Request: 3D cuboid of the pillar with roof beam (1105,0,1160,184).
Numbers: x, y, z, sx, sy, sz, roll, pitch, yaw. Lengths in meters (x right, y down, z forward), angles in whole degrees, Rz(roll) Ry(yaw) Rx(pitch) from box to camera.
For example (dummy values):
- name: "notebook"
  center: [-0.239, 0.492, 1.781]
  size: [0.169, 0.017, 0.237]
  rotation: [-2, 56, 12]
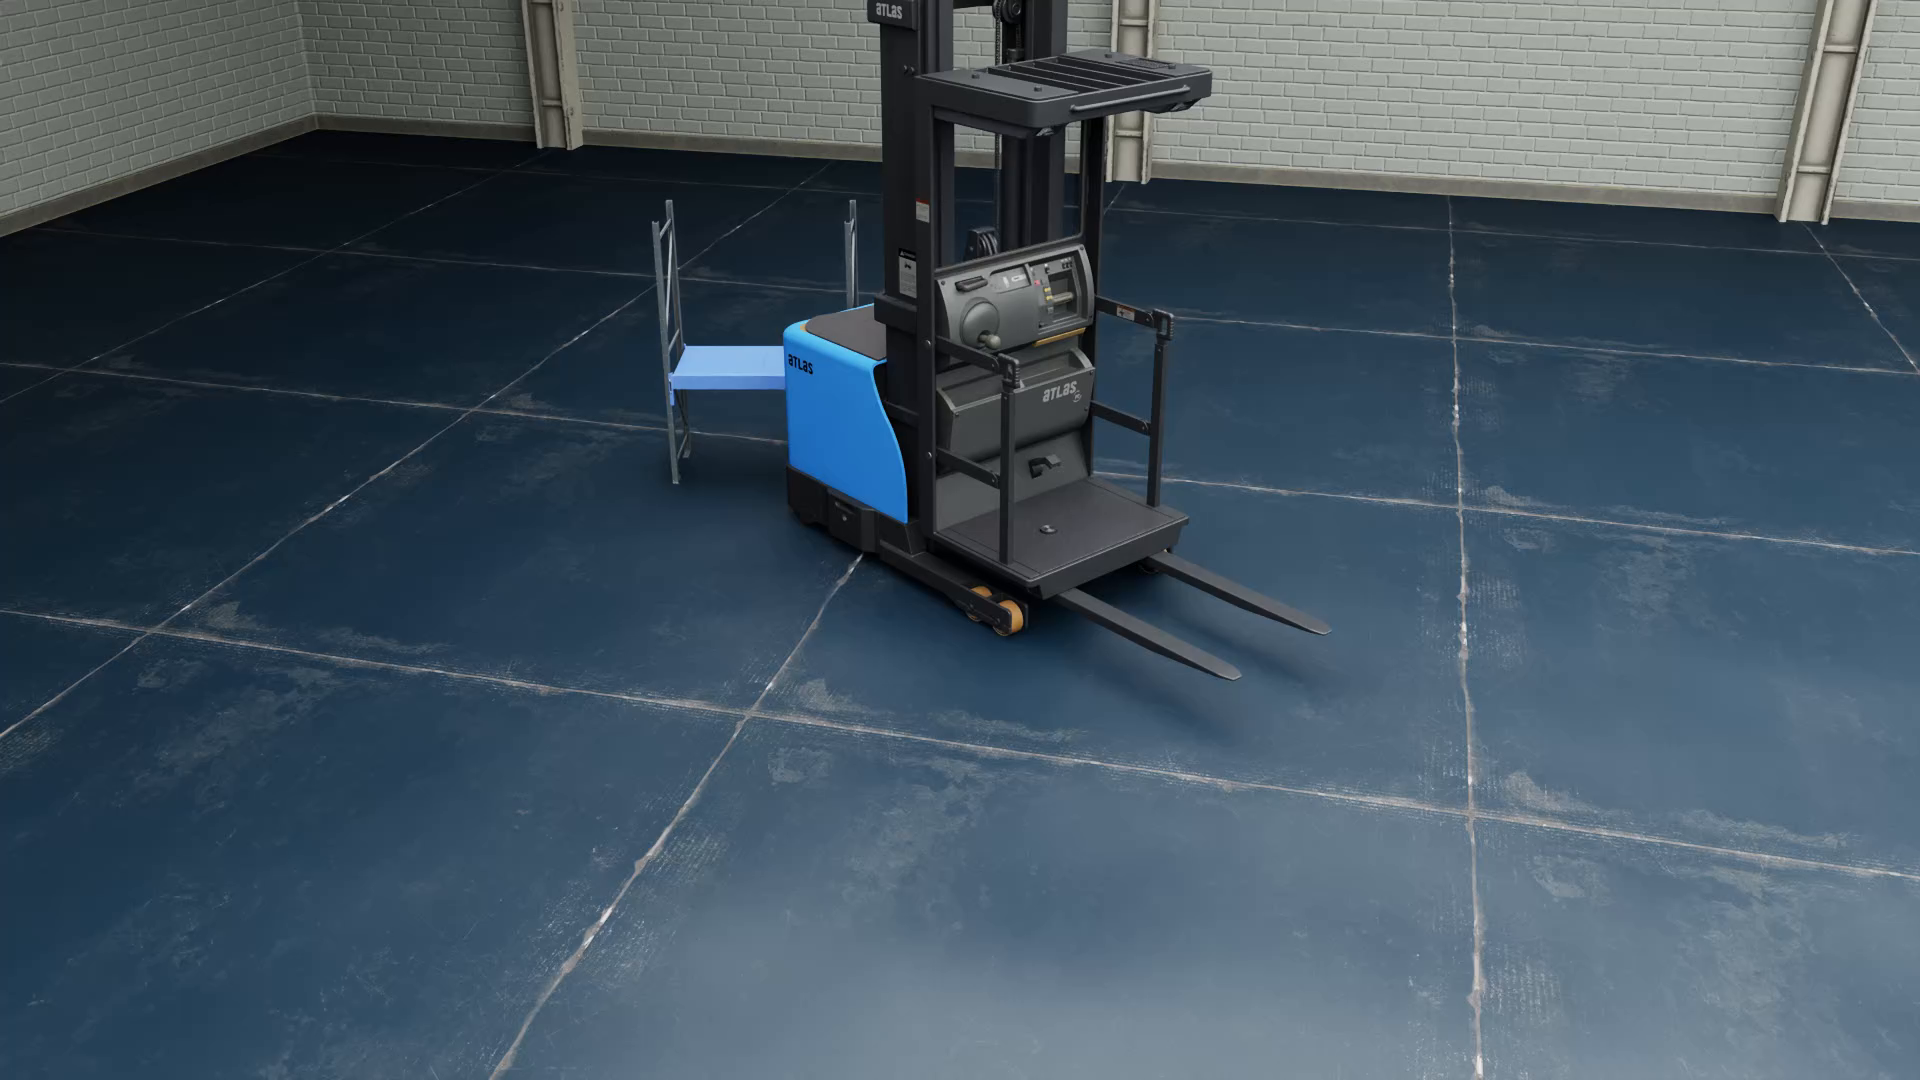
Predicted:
- name: "pillar with roof beam"
  center: [0.556, -5.758, 10.375]
  size: [0.400, 9.000, 9.100]
  rotation: [6, 26, 13]

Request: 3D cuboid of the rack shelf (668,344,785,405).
- name: "rack shelf"
  center: [-1.102, -0.938, 9.394]
  size: [1.000, 0.185, 0.538]
  rotation: [0, 25, 0]

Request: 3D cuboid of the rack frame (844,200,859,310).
- name: "rack frame"
  center: [-0.594, -1.100, 9.316]
  size: [0.032, 1.500, 0.500]
  rotation: [0, 25, 0]

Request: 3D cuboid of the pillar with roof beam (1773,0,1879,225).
- name: "pillar with roof beam"
  center: [6.367, -5.115, 9.026]
  size: [0.400, 9.000, 9.100]
  rotation: [6, 26, 13]

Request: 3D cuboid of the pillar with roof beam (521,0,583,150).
- name: "pillar with roof beam"
  center: [-5.255, -6.400, 11.724]
  size: [0.400, 9.000, 9.100]
  rotation: [6, 26, 13]

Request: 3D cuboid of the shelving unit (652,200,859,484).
- name: "shelving unit"
  center: [-1.102, -1.101, 9.317]
  size: [1.048, 1.500, 0.538]
  rotation: [0, 25, 0]

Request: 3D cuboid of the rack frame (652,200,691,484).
- name: "rack frame"
  center: [-1.611, -1.101, 9.318]
  size: [0.032, 1.500, 0.500]
  rotation: [0, 25, 0]

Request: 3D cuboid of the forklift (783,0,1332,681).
- name: "forklift"
  center: [0.413, -1.118, 7.689]
  size: [1.130, 2.935, 3.031]
  rotation: [-20, 32, -36]
